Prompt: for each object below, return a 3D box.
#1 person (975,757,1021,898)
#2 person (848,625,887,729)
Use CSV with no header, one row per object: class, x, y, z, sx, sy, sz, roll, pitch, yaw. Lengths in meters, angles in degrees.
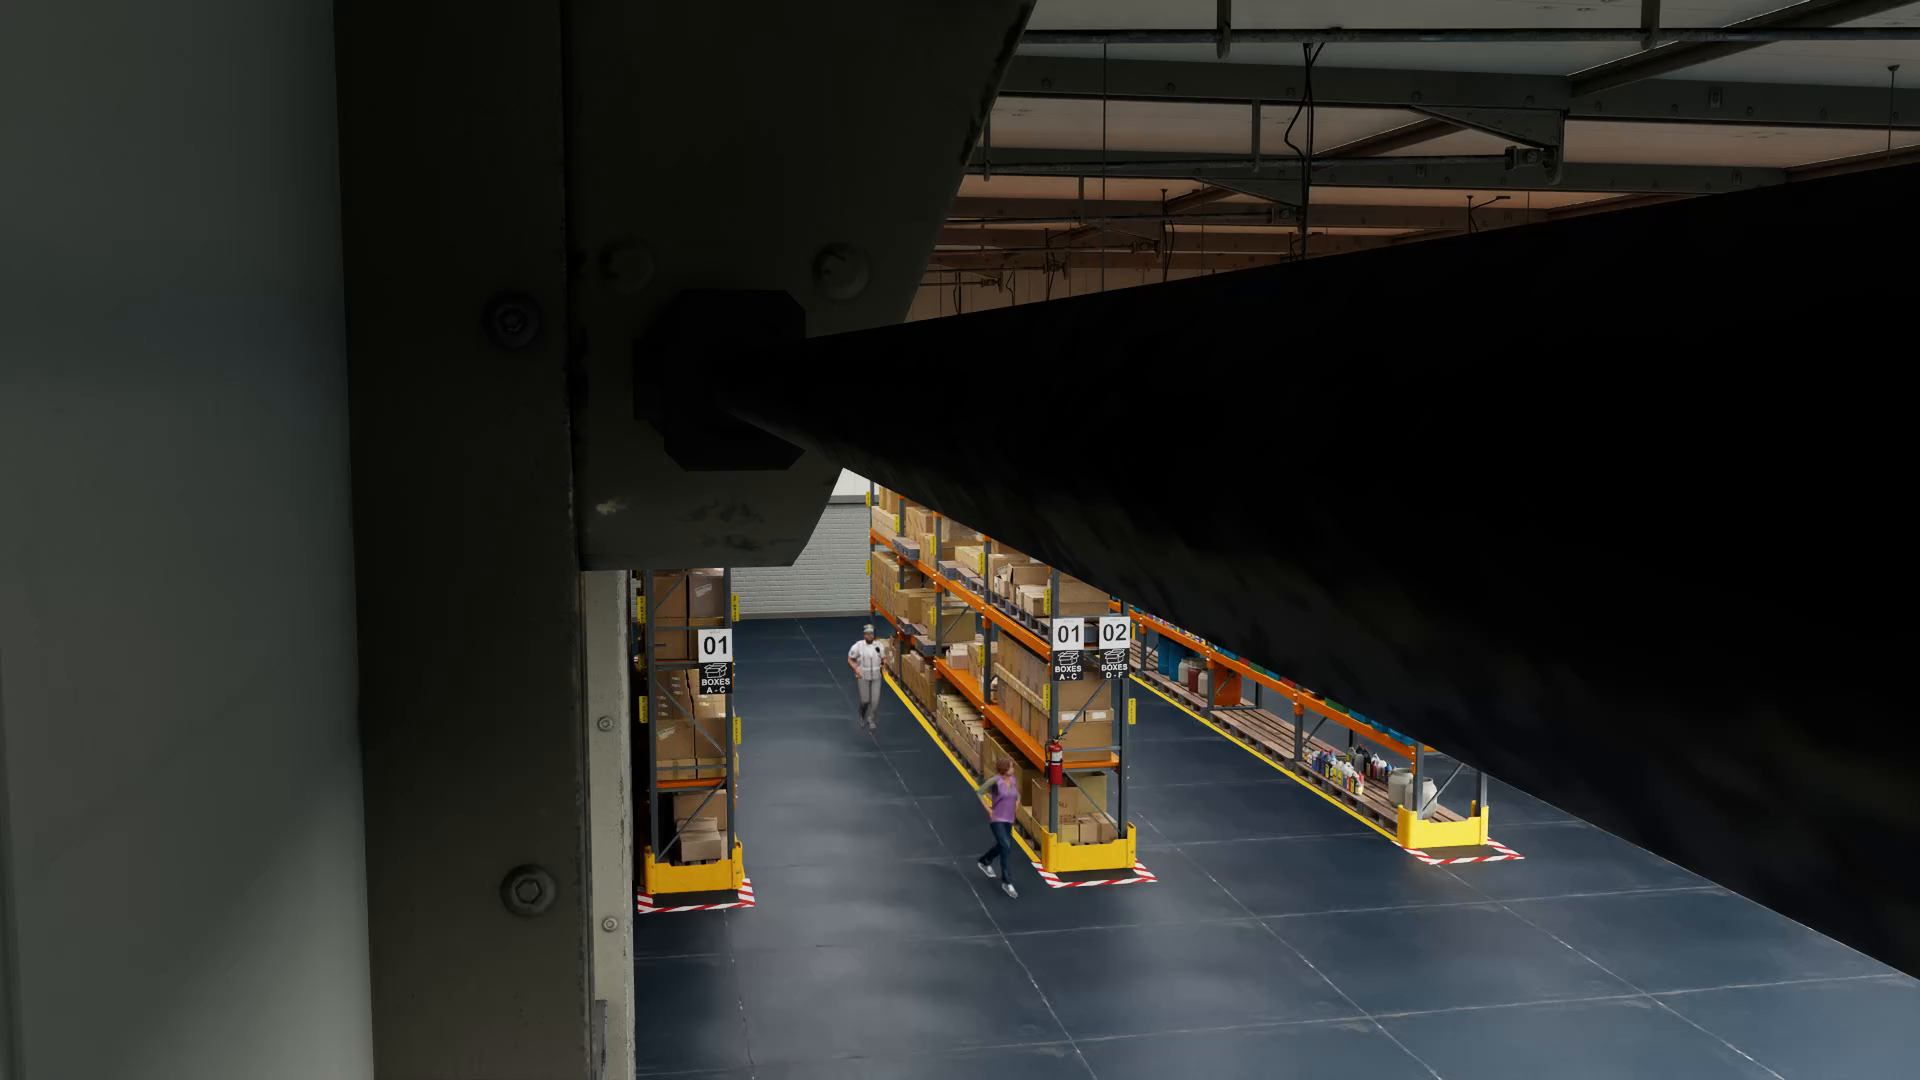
person,0.524,3.429,20.216,0.543,1.600,0.869,-6,8,-44
person,-1.505,2.296,27.721,0.658,1.784,0.580,-2,6,-17
